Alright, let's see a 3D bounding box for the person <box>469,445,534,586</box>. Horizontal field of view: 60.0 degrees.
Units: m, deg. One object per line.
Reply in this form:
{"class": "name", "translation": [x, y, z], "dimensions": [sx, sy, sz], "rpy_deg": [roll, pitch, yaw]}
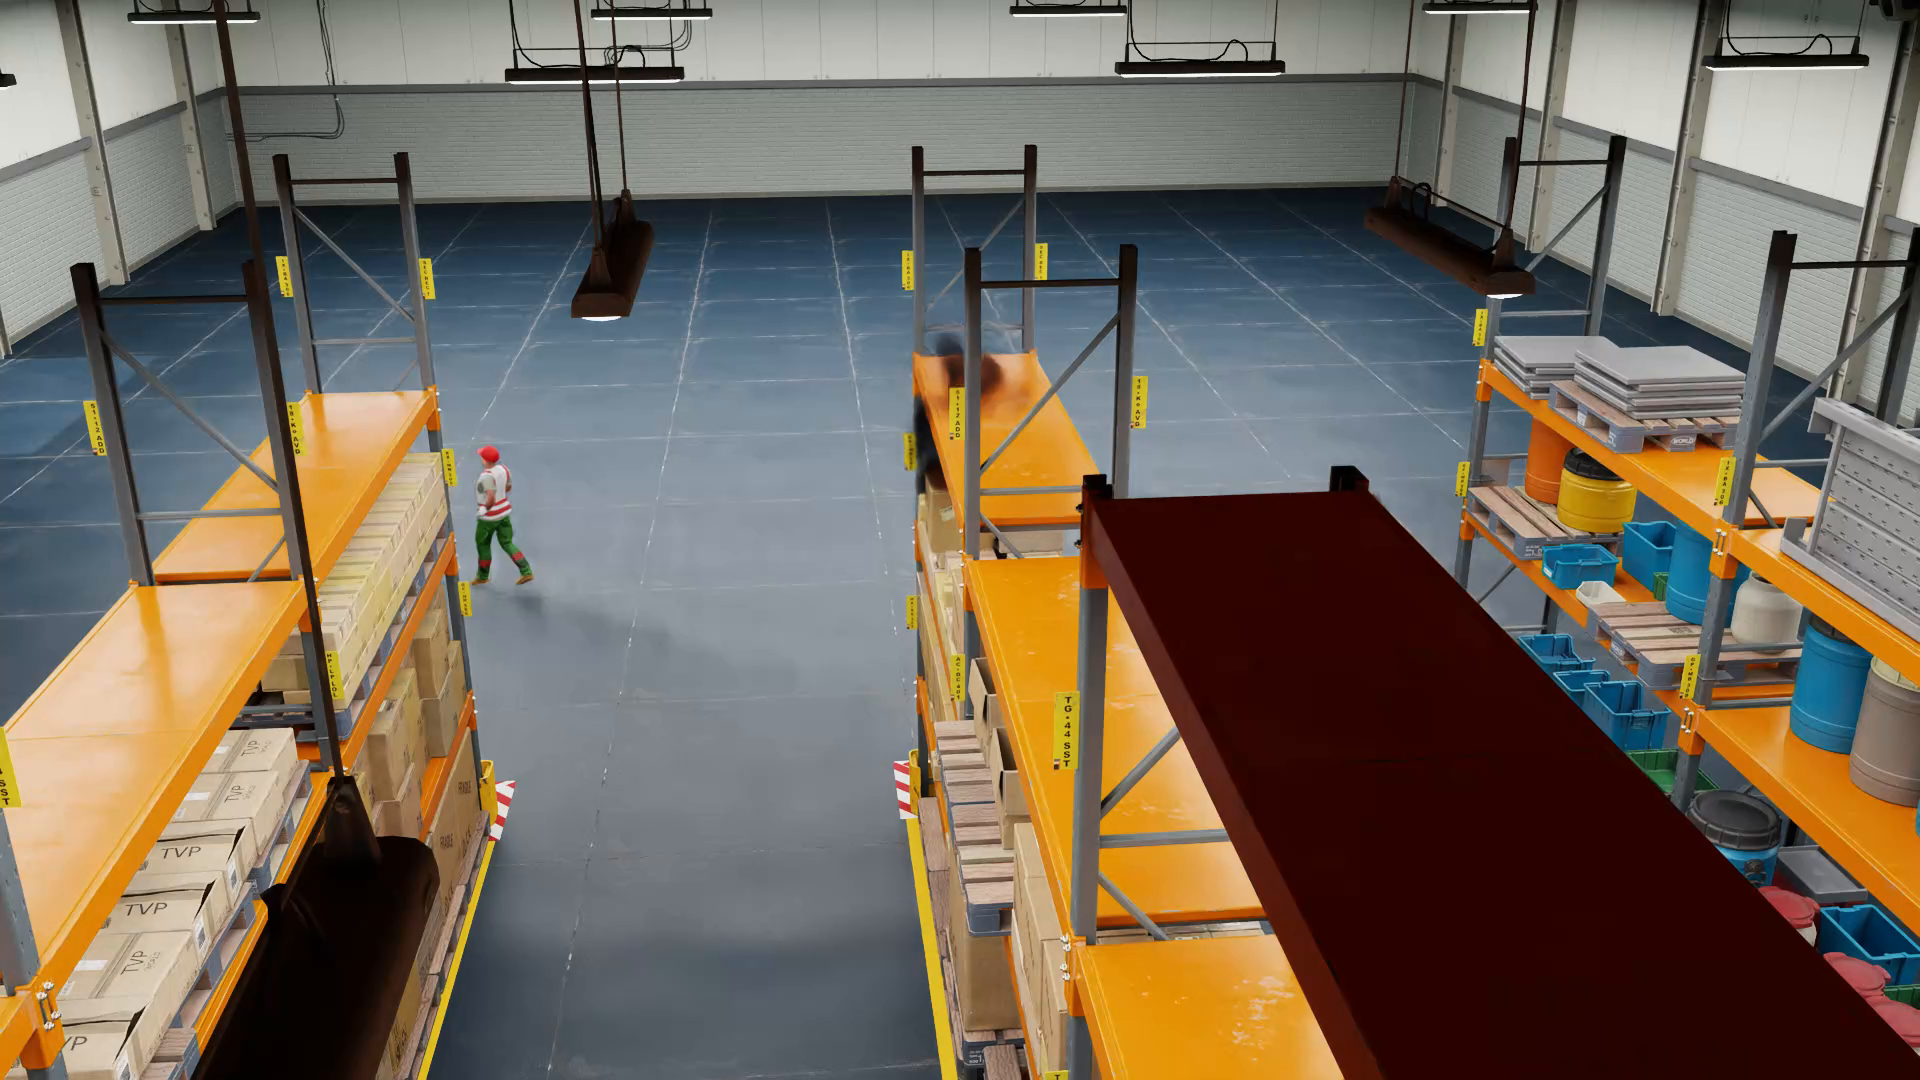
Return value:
{"class": "person", "translation": [-5.535, -0.267, 19.819], "dimensions": [0.920, 1.809, 0.648], "rpy_deg": [11, 24, 26]}
